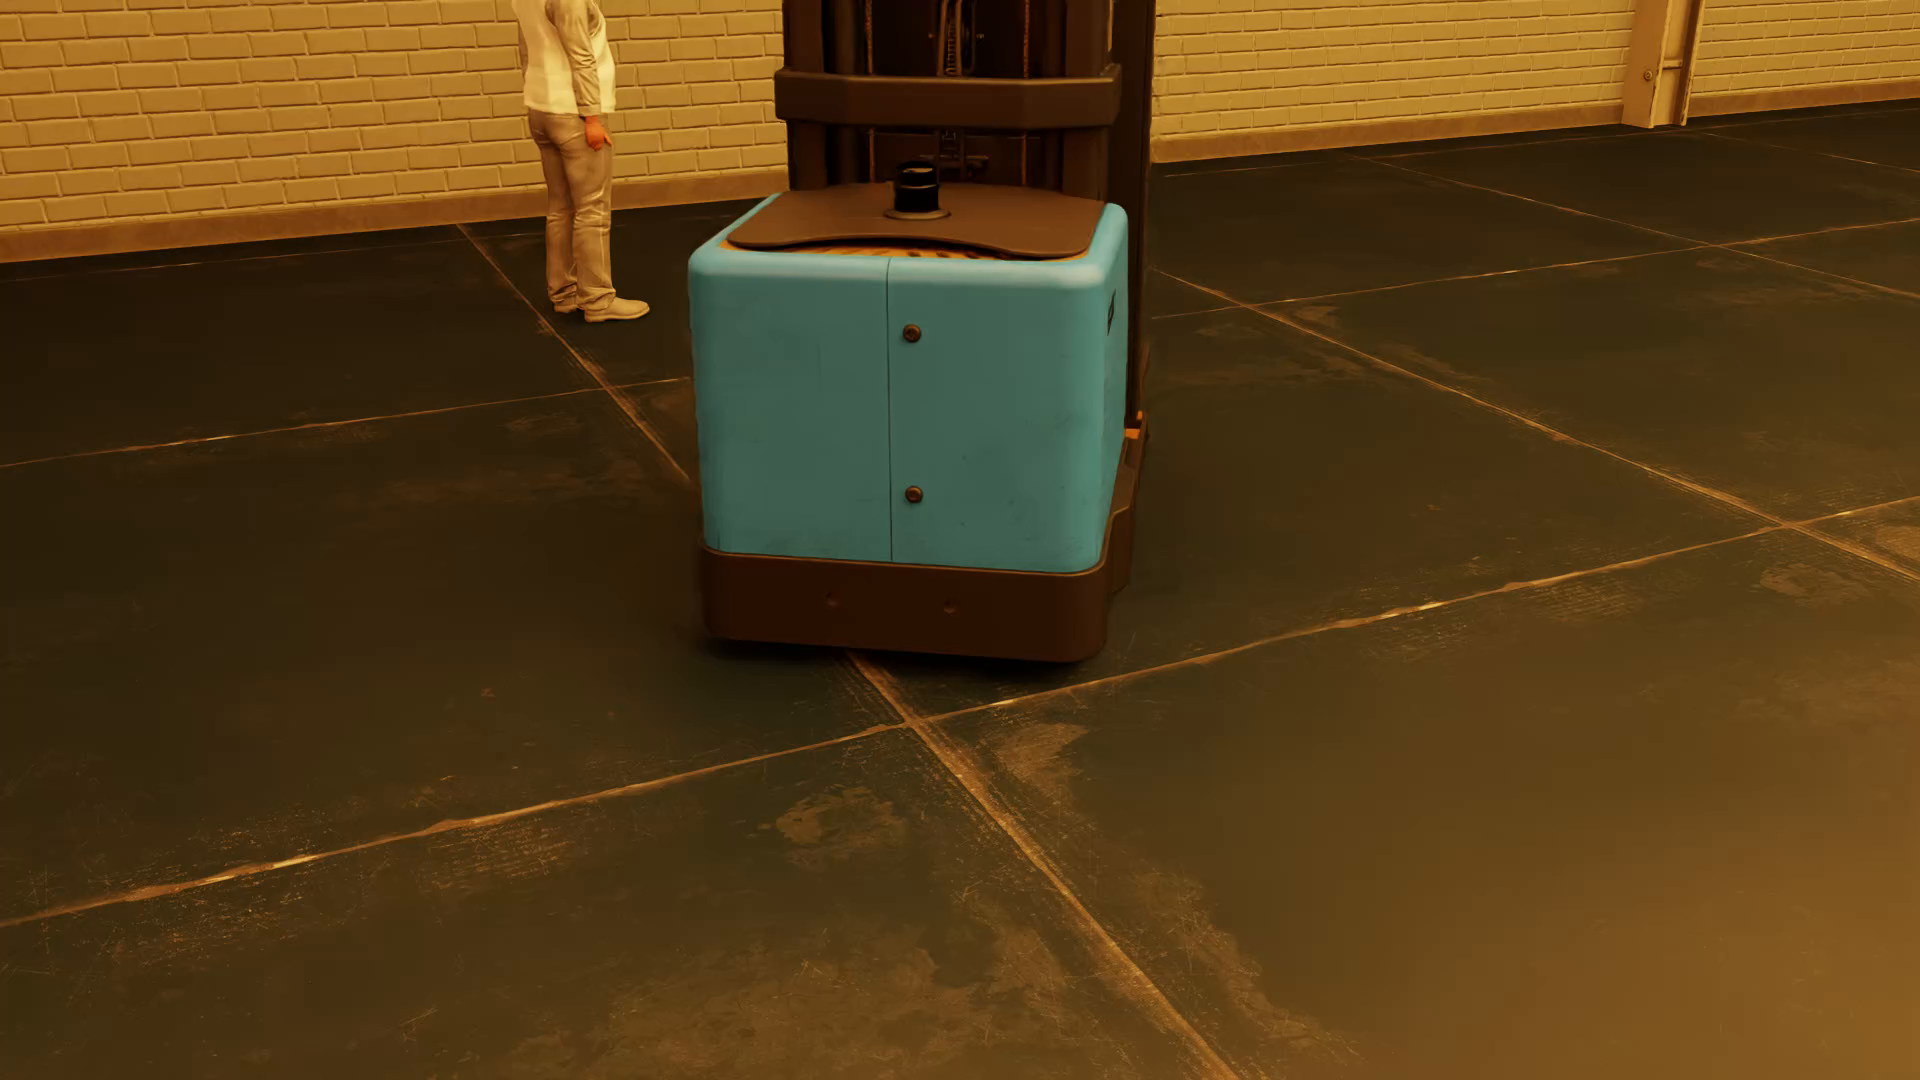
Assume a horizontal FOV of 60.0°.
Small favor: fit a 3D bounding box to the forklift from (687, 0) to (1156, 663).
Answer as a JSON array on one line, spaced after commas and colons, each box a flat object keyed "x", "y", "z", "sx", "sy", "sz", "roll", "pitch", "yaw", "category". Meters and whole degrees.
[{"x": 0.061, "y": -1.578, "z": 5.084, "sx": 1.130, "sy": 2.935, "sz": 3.031, "roll": 3, "pitch": 23, "yaw": 8, "category": "forklift"}]

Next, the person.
[{"x": -1.694, "y": -1.863, "z": 7.282, "sx": 0.368, "sy": 1.777, "sz": 0.526, "roll": -19, "pitch": 29, "yaw": -38, "category": "person"}]
